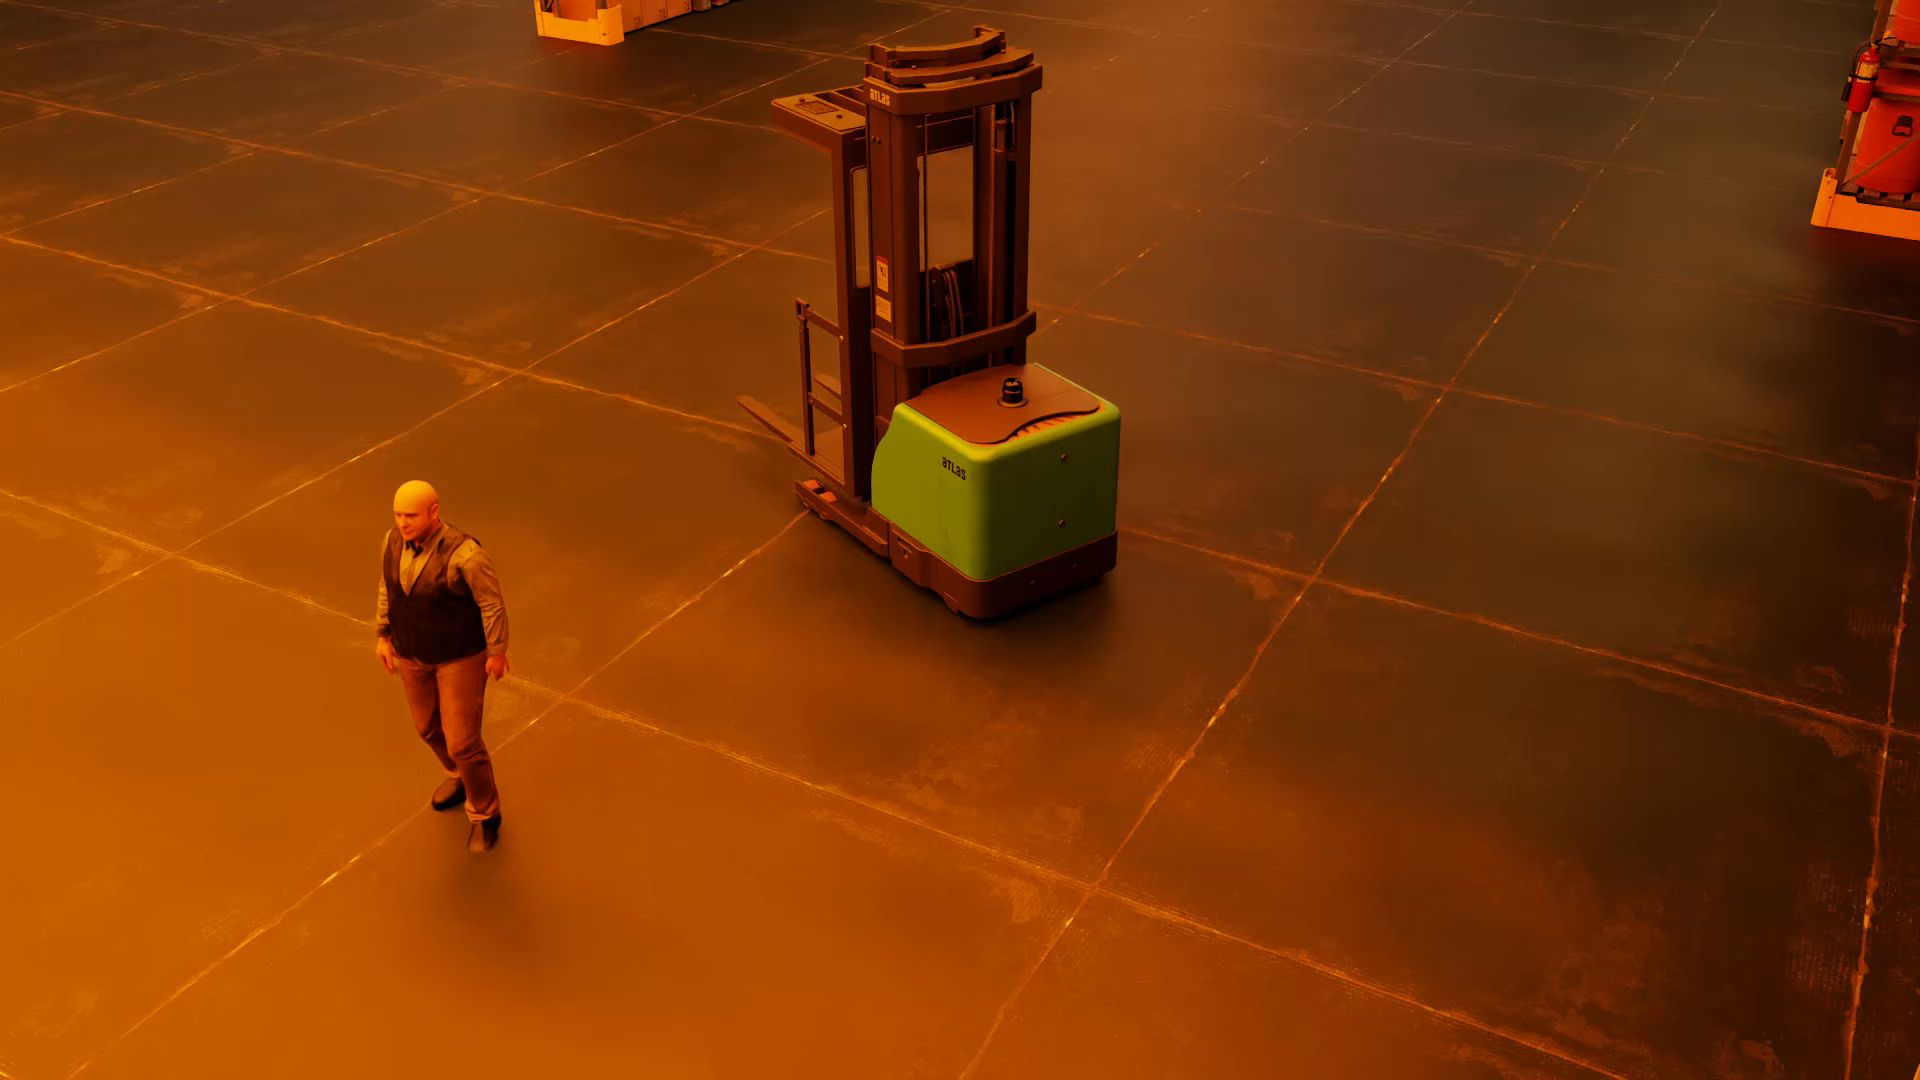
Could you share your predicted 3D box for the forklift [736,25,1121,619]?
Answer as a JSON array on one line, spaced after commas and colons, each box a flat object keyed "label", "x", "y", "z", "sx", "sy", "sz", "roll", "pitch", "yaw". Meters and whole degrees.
[{"label": "forklift", "x": -0.363, "y": -1.523, "z": 9.709, "sx": 1.130, "sy": 2.935, "sz": 3.031, "roll": -20, "pitch": 35, "yaw": -30}]

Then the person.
[{"label": "person", "x": -2.341, "y": 0.552, "z": 7.399, "sx": 0.621, "sy": 1.763, "sz": 0.535, "roll": 12, "pitch": 32, "yaw": 19}]
